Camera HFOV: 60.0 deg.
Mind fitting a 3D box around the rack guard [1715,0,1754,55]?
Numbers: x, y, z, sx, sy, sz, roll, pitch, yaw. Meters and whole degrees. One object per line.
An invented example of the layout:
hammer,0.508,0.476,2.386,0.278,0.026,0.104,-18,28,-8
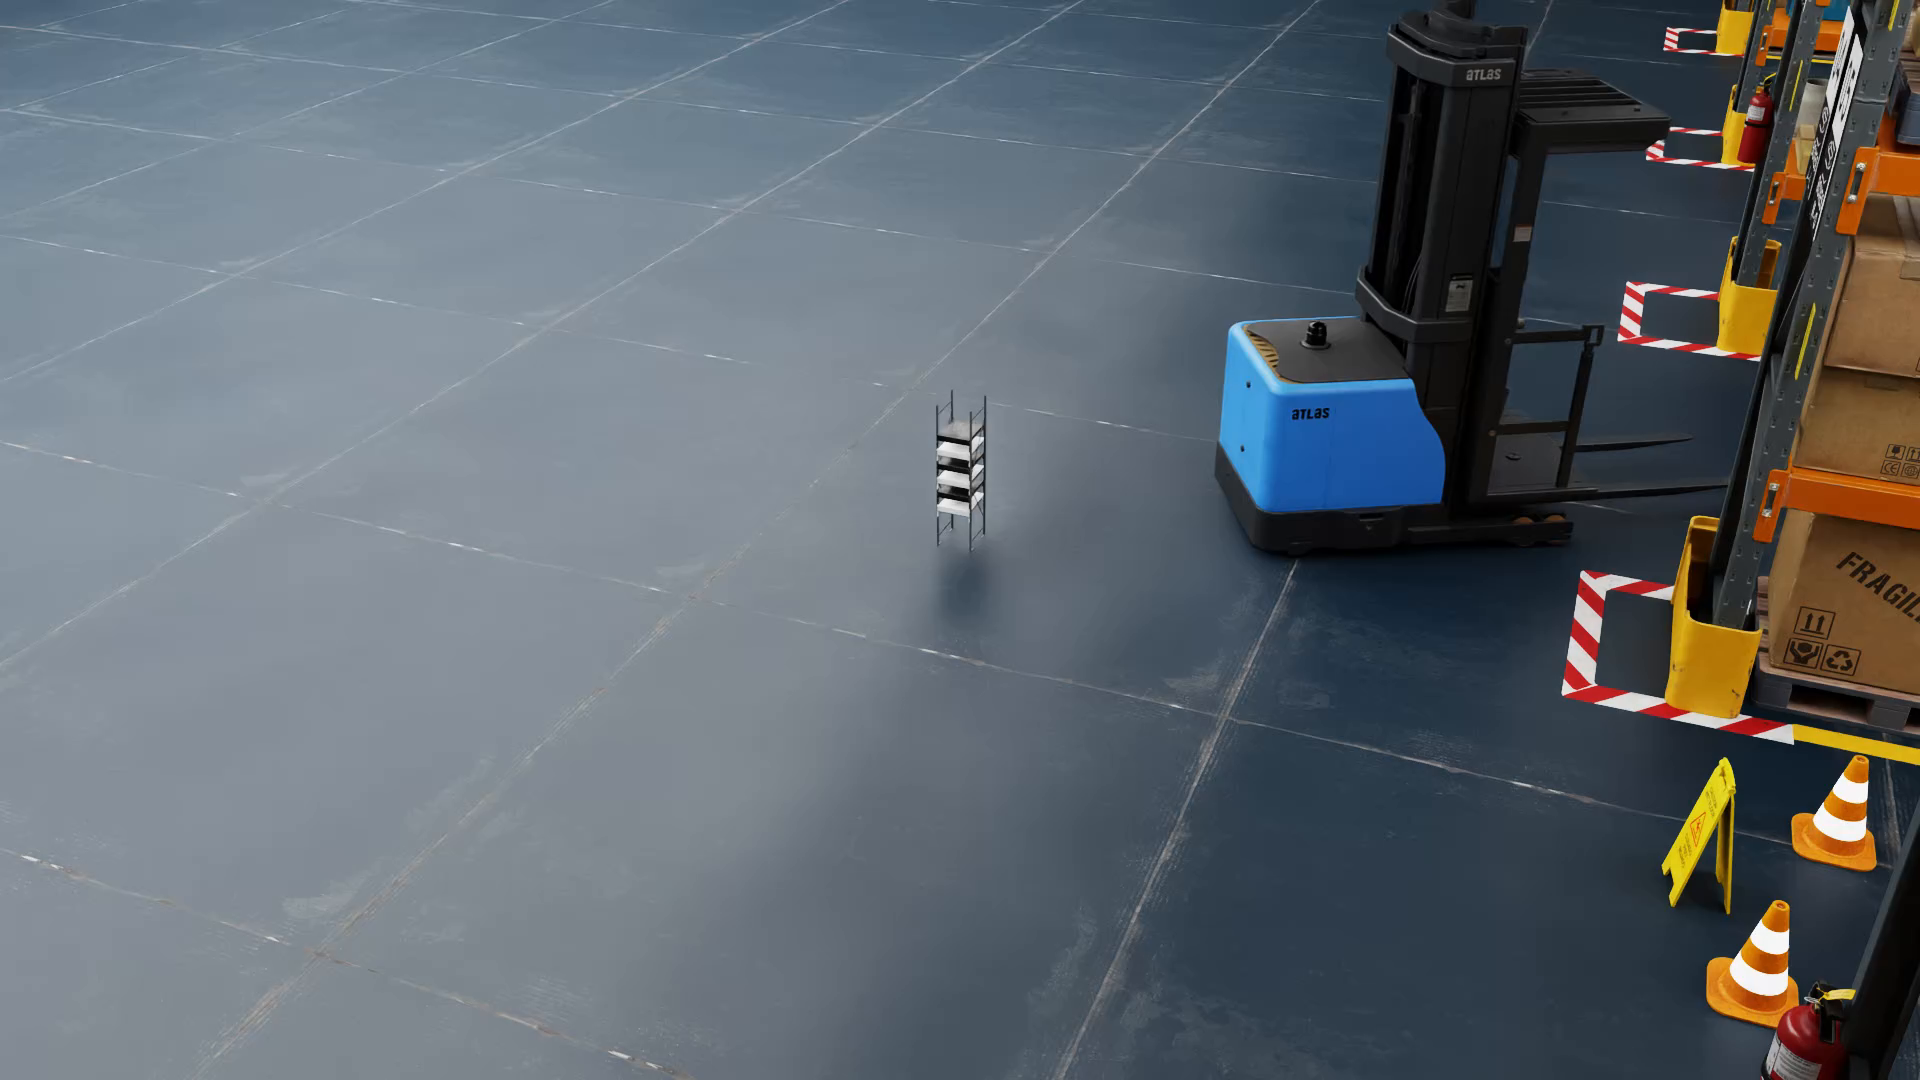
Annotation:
rack guard,9.576,-6.383,20.535,0.348,0.500,1.175,11,31,19

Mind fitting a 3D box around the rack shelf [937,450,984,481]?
rack shelf,0.008,-0.440,9.498,0.200,0.077,0.258,11,31,19

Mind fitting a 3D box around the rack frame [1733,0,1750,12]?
rack frame,9.598,-7.467,19.912,0.127,3.000,1.000,11,31,19

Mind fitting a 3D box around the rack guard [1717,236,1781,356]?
rack guard,5.941,-1.848,12.512,0.348,0.500,1.175,11,31,19

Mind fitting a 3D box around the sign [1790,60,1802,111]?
sign,5.667,-3.080,11.271,0.005,0.325,0.100,11,31,19

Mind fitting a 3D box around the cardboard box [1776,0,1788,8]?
cardboard box,10.207,-6.816,20.365,0.500,0.500,0.500,11,31,19

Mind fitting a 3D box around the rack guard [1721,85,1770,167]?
rack guard,7.821,-4.128,16.546,0.348,0.500,1.175,11,31,19

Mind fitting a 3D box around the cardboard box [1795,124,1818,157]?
cardboard box,6.212,-2.883,12.057,0.250,0.149,0.380,11,31,19

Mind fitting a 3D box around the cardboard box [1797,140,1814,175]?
cardboard box,6.045,-2.680,11.698,0.250,0.149,0.380,11,31,19

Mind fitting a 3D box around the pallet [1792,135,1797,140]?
pallet,8.572,-3.850,16.347,1.213,0.211,1.003,11,31,19

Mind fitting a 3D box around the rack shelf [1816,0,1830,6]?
rack shelf,7.724,-3.573,10.706,4.000,0.370,1.077,11,31,19

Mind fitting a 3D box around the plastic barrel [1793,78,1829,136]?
plastic barrel,8.371,-4.222,16.273,0.421,0.512,0.421,0,29,0

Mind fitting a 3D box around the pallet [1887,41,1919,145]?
pallet,4.603,-1.843,7.003,1.213,0.211,1.003,11,31,19

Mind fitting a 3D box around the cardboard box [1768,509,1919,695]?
cardboard box,4.565,0.130,8.205,0.875,0.875,0.875,11,31,19

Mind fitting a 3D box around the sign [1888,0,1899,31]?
sign,3.698,-2.177,6.536,0.005,0.325,0.100,11,31,19

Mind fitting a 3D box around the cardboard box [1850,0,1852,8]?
cardboard box,6.473,-3.570,11.598,0.500,0.500,0.500,11,31,19

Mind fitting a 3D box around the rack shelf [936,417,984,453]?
rack shelf,0.008,-0.596,9.409,0.200,0.077,0.258,11,31,19

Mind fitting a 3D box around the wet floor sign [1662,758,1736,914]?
wet floor sign,3.141,1.215,6.945,0.232,0.644,0.267,6,30,11

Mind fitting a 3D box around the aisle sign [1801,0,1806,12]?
aisle sign,5.700,-3.957,11.061,0.004,0.787,0.394,11,31,19

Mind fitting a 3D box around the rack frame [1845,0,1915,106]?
rack frame,3.912,-3.320,6.478,0.127,3.000,1.000,11,31,19

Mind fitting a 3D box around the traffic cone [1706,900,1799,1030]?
traffic cone,3.130,1.595,6.459,0.334,0.463,0.336,11,31,19

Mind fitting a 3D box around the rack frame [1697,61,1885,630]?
rack frame,3.912,-0.708,7.954,0.127,3.000,1.000,11,31,19

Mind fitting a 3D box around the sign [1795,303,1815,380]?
sign,3.698,-0.867,7.276,0.005,0.325,0.100,11,31,19

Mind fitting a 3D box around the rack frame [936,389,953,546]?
rack frame,-0.087,-0.409,9.559,0.006,0.900,0.240,11,31,19

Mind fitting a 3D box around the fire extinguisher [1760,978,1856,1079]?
fire extinguisher,2.212,1.370,4.356,0.183,0.674,0.296,11,31,19

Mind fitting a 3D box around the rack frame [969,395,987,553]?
rack frame,0.102,-0.371,9.493,0.006,0.900,0.240,11,31,19

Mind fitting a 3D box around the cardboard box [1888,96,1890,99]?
cardboard box,6.370,-3.009,11.622,0.500,0.500,0.875,11,31,19

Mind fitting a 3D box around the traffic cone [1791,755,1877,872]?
traffic cone,3.870,1.142,7.259,0.334,0.463,0.336,11,31,19

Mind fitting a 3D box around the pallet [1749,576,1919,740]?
pallet,4.682,0.618,8.442,1.213,0.211,1.003,11,31,19

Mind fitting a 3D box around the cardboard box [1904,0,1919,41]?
cardboard box,6.278,-3.333,11.178,0.500,0.500,0.500,11,31,19

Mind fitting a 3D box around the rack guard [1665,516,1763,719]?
rack guard,3.890,0.376,8.577,0.348,0.500,1.175,11,31,19

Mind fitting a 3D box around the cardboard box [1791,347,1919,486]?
cardboard box,4.273,-0.725,7.832,0.550,0.550,0.875,11,31,19

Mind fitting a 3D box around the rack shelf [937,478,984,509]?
rack shelf,0.008,-0.283,9.587,0.200,0.077,0.258,11,31,19

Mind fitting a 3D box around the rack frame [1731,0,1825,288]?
rack frame,5.870,-2.951,11.922,0.127,3.000,1.000,11,31,19

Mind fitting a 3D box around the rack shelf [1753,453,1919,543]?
rack shelf,5.765,-0.025,7.476,4.000,0.370,1.077,11,31,19

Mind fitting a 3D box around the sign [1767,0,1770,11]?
sign,7.522,-5.080,15.407,0.005,0.325,0.100,11,31,19

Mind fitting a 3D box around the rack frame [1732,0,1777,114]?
rack frame,7.733,-5.209,15.918,0.127,3.000,1.000,11,31,19

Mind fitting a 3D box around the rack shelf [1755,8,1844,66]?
rack shelf,9.586,-4.526,15.440,4.000,0.370,1.077,11,31,19

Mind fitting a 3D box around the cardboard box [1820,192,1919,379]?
cardboard box,4.241,-1.157,7.499,0.550,0.550,0.875,11,31,19

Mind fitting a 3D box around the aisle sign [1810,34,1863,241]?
aisle sign,3.734,-1.716,7.095,0.004,0.787,0.394,11,31,19

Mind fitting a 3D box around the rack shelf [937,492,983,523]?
rack shelf,0.008,-0.205,9.631,0.200,0.077,0.258,11,31,19

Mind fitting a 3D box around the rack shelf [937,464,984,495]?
rack shelf,0.008,-0.361,9.542,0.200,0.077,0.258,11,31,19

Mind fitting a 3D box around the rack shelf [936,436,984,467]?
rack shelf,0.008,-0.518,9.454,0.200,0.077,0.258,11,31,19

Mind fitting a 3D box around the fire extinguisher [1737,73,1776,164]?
fire extinguisher,5.938,-3.148,12.350,0.183,0.674,0.296,11,31,19

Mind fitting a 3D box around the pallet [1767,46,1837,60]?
pallet,10.323,-6.131,20.382,1.213,0.211,1.003,11,31,19

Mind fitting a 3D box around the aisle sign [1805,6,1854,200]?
aisle sign,3.959,-1.989,7.579,0.004,0.787,0.394,11,31,19

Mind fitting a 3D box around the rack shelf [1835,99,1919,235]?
rack shelf,5.765,-1.331,6.738,4.000,0.370,1.077,11,31,19

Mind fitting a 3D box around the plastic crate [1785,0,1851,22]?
plastic crate,8.309,-5.188,16.032,0.616,0.251,0.499,11,31,19

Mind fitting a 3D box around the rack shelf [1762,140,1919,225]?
rack shelf,7.724,-2.268,11.444,4.000,0.370,1.077,11,31,19

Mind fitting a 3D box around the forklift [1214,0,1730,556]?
forklift,3.133,-1.494,9.415,3.031,2.935,1.130,-4,30,-6

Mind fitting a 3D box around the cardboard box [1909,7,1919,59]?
cardboard box,4.348,-2.224,7.314,0.250,0.149,0.380,11,31,19

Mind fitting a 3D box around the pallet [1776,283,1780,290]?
pallet,6.680,-1.556,12.289,1.213,0.211,1.003,11,31,19

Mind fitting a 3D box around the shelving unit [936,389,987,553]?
shelving unit,0.008,-0.390,9.526,0.210,0.900,0.258,11,31,19
